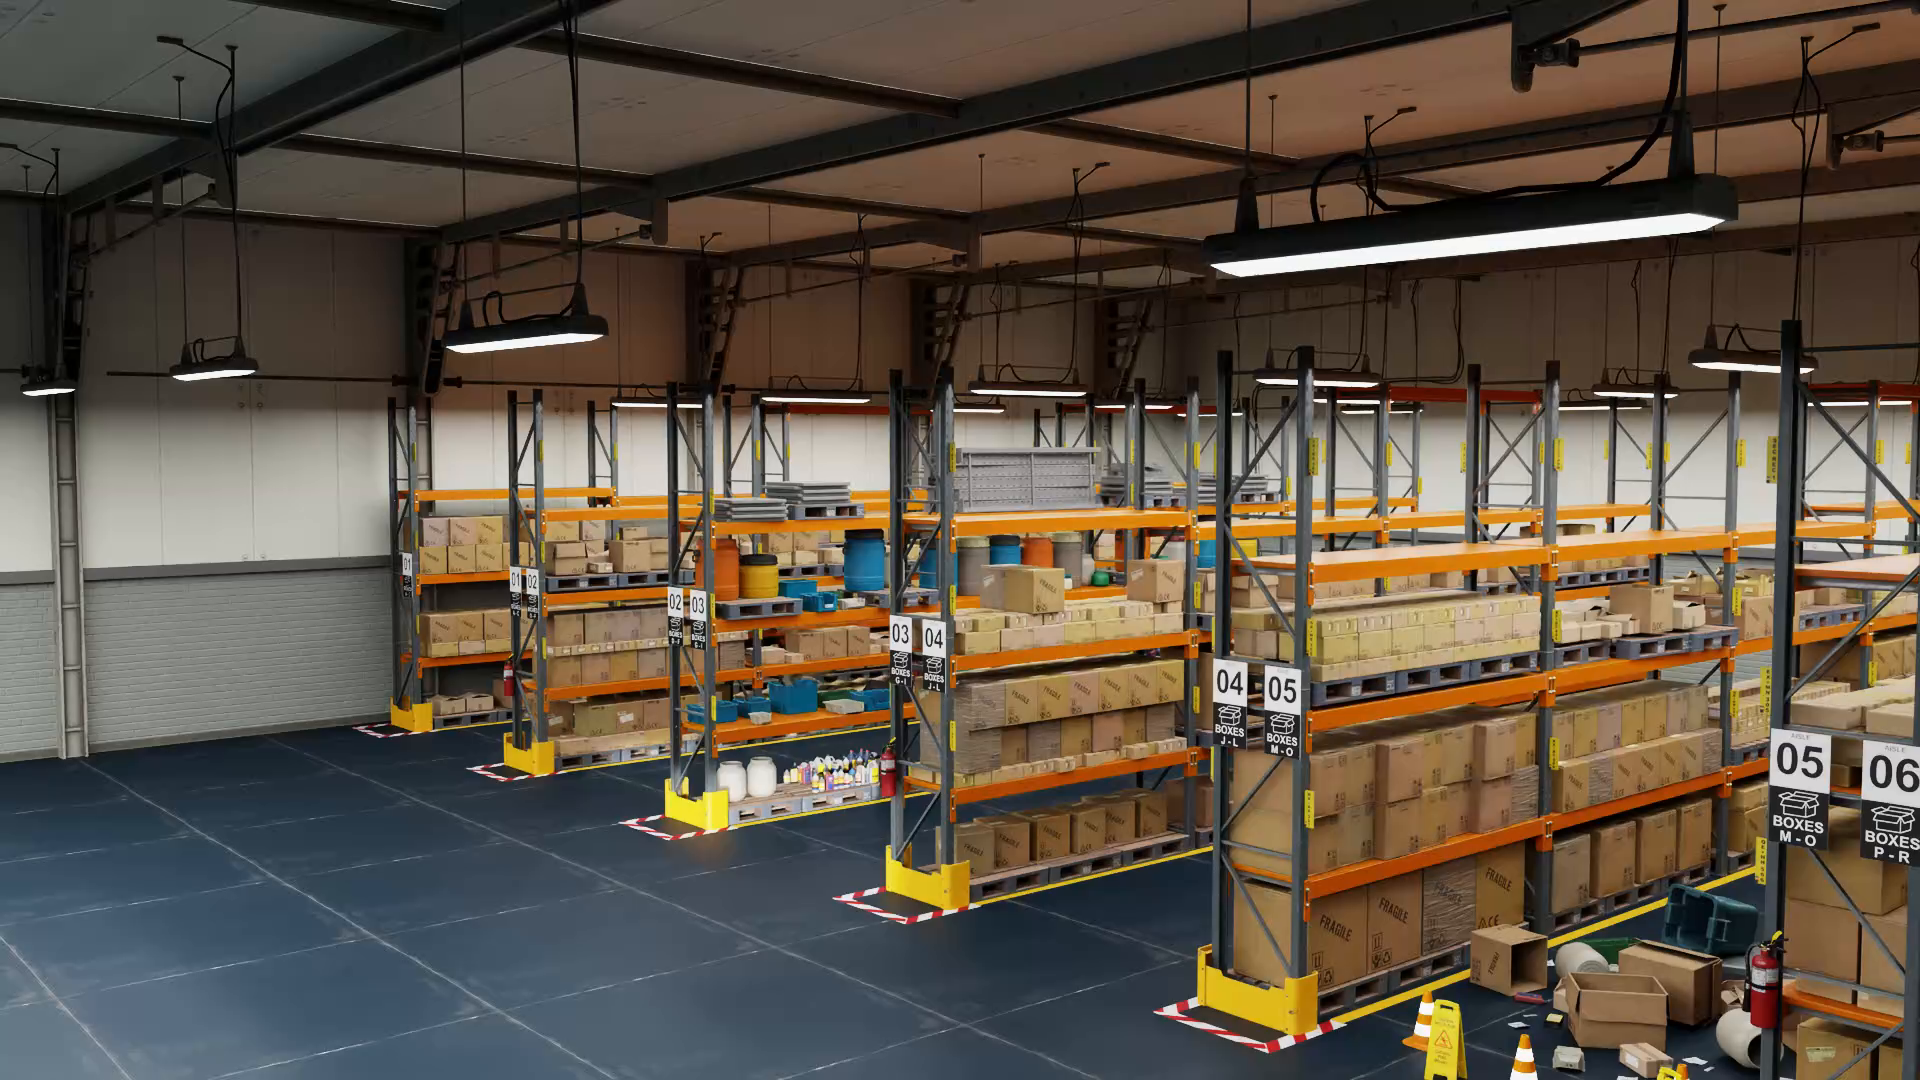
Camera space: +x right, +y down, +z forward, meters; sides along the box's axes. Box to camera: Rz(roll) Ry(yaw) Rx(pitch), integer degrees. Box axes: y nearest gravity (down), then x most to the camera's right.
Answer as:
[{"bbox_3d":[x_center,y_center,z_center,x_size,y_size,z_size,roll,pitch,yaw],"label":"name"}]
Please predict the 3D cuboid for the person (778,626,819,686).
[{"bbox_3d":[-3.233,2.430,33.166,0.941,1.692,0.672,-3,4,-40],"label":"person"}]
